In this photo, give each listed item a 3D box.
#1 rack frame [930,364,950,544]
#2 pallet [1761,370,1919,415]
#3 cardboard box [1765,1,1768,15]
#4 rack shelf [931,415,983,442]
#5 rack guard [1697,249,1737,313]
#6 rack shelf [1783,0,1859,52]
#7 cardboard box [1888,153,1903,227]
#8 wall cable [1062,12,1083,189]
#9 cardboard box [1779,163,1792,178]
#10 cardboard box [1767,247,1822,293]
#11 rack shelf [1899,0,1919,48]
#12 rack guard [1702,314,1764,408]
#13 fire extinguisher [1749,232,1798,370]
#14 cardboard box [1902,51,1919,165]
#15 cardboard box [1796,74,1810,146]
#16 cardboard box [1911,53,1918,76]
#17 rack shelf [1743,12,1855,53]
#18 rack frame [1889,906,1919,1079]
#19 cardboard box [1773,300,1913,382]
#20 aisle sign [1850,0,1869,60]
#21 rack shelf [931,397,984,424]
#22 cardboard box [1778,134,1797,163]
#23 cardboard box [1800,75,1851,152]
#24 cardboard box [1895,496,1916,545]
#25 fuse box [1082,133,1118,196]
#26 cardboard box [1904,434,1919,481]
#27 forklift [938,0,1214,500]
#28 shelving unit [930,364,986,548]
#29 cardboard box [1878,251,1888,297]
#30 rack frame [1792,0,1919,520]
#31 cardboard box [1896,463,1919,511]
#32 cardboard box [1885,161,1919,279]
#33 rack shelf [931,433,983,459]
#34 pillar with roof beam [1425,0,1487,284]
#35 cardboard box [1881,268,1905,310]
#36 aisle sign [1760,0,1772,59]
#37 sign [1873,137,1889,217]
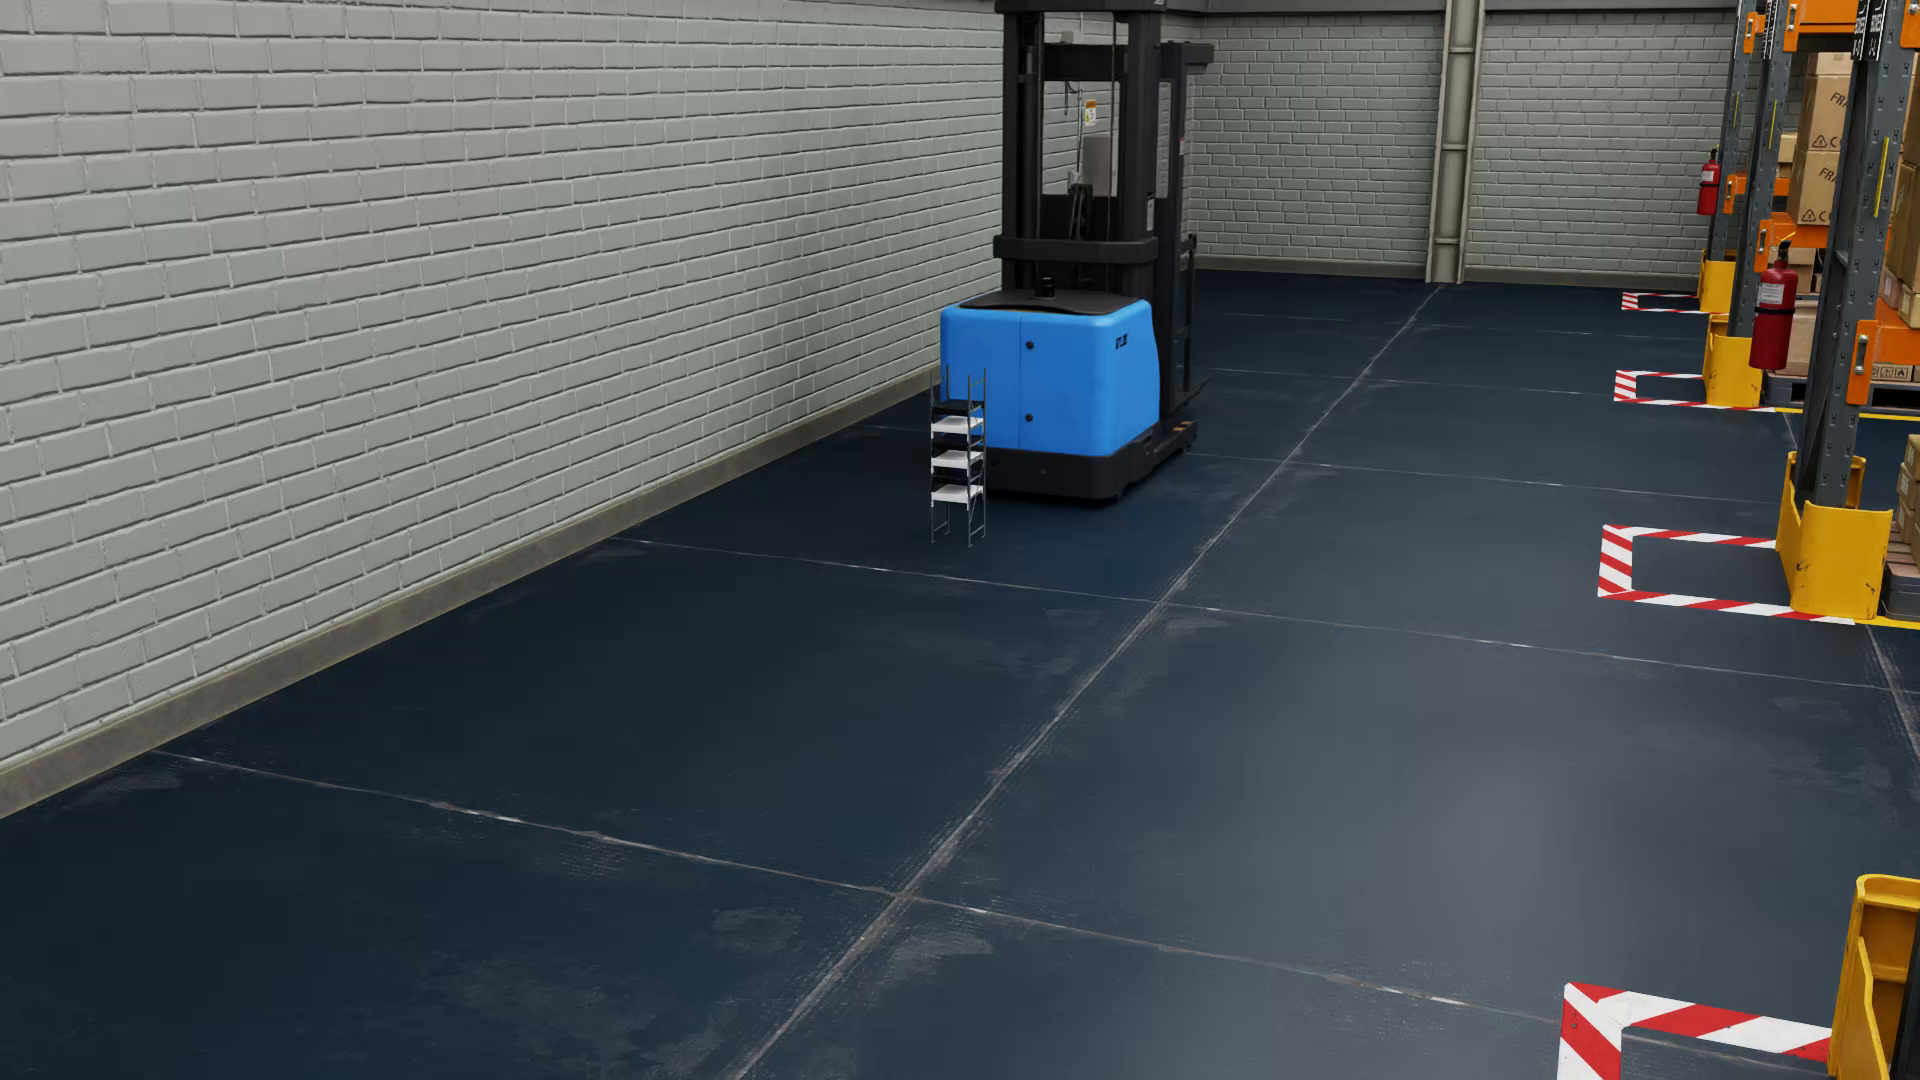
[{"bbox_3d":[-0.102,-0.443,8.587,0.006,0.900,0.240,6,17,21],"label":"rack frame"},{"bbox_3d":[6.573,-1.147,12.245,1.213,0.211,1.003,6,17,21],"label":"pallet"},{"bbox_3d":[8.000,-5.182,16.215,0.250,0.149,0.380,7,18,22],"label":"cardboard box"},{"bbox_3d":[-0.008,-0.574,8.510,0.200,0.077,0.258,6,17,21],"label":"rack shelf"},{"bbox_3d":[7.689,-2.627,16.826,0.348,0.500,1.175,6,17,21],"label":"rack guard"},{"bbox_3d":[7.661,-3.438,11.046,4.000,0.370,1.077,6,17,21],"label":"rack shelf"},{"bbox_3d":[6.622,-2.427,11.475,0.500,0.500,0.500,6,17,20],"label":"cardboard box"},{"bbox_3d":[1.056,-3.975,15.164,0.122,1.984,0.588,6,17,21],"label":"wall cable"},{"bbox_3d":[8.077,-3.596,16.130,0.250,0.149,0.380,7,18,22],"label":"cardboard box"},{"bbox_3d":[8.152,-2.751,16.493,0.637,0.503,0.797,6,17,18],"label":"cardboard box"},{"bbox_3d":[5.938,-2.144,6.588,4.000,0.370,1.077,6,17,21],"label":"rack shelf"},{"bbox_3d":[5.778,-1.349,12.425,0.348,0.500,1.175,6,17,21],"label":"rack guard"},{"bbox_3d":[4.013,-1.183,8.174,0.183,0.674,0.296,6,17,21],"label":"fire extinguisher"},{"bbox_3d":[4.595,-1.942,7.477,0.500,0.500,0.500,6,17,19],"label":"cardboard box"},{"bbox_3d":[6.336,-3.088,11.958,0.500,0.500,0.500,7,18,22],"label":"cardboard box"},{"bbox_3d":[6.498,-3.214,11.229,0.250,0.149,0.380,7,18,22],"label":"cardboard box"},{"bbox_3d":[9.478,-4.726,15.481,4.000,0.370,1.077,6,17,21],"label":"rack shelf"},{"bbox_3d":[2.164,0.023,3.215,0.127,3.000,1.000,6,17,21],"label":"rack frame"},{"bbox_3d":[6.451,-1.477,12.224,0.875,0.438,0.875,6,17,19],"label":"cardboard box"},{"bbox_3d":[4.120,-2.587,7.542,0.004,0.787,0.394,6,17,21],"label":"aisle sign"},{"bbox_3d":[-0.008,-0.660,8.485,0.200,0.077,0.258,6,17,21],"label":"rack shelf"},{"bbox_3d":[7.941,-3.790,16.083,0.500,0.250,0.500,6,17,21],"label":"cardboard box"},{"bbox_3d":[6.142,-2.953,11.491,0.500,0.500,0.500,6,17,19],"label":"cardboard box"},{"bbox_3d":[4.644,-0.086,7.950,0.250,0.149,0.380,7,17,22],"label":"cardboard box"},{"bbox_3d":[1.453,-3.029,16.039,0.414,1.711,0.539,6,17,21],"label":"fuse box"},{"bbox_3d":[4.663,-0.383,7.906,0.250,0.149,0.380,6,17,21],"label":"cardboard box"},{"bbox_3d":[0.898,-2.000,10.306,1.130,2.935,3.031,6,17,21],"label":"forklift"},{"bbox_3d":[-0.008,-0.433,8.551,0.210,0.900,0.258,6,17,21],"label":"shelving unit"},{"bbox_3d":[8.933,-2.652,16.158,0.500,0.500,0.700,7,18,23],"label":"cardboard box"},{"bbox_3d":[4.078,-1.253,7.610,0.127,3.000,1.000,6,17,21],"label":"rack frame"},{"bbox_3d":[4.674,-0.249,7.977,0.250,0.149,0.380,6,17,19],"label":"cardboard box"},{"bbox_3d":[4.590,-1.465,7.627,0.500,0.500,0.500,7,17,22],"label":"cardboard box"},{"bbox_3d":[-0.008,-0.487,8.535,0.200,0.077,0.258,6,17,21],"label":"rack shelf"},{"bbox_3d":[3.861,-6.109,13.577,0.400,9.000,9.100,6,17,21],"label":"pillar with roof beam"},{"bbox_3d":[4.485,-1.173,7.783,0.250,0.149,0.380,6,17,21],"label":"cardboard box"},{"bbox_3d":[5.847,-3.884,12.008,0.004,0.787,0.394,6,17,21],"label":"aisle sign"},{"bbox_3d":[3.879,-1.528,7.005,0.005,0.325,0.100,6,17,21],"label":"sign"}]
